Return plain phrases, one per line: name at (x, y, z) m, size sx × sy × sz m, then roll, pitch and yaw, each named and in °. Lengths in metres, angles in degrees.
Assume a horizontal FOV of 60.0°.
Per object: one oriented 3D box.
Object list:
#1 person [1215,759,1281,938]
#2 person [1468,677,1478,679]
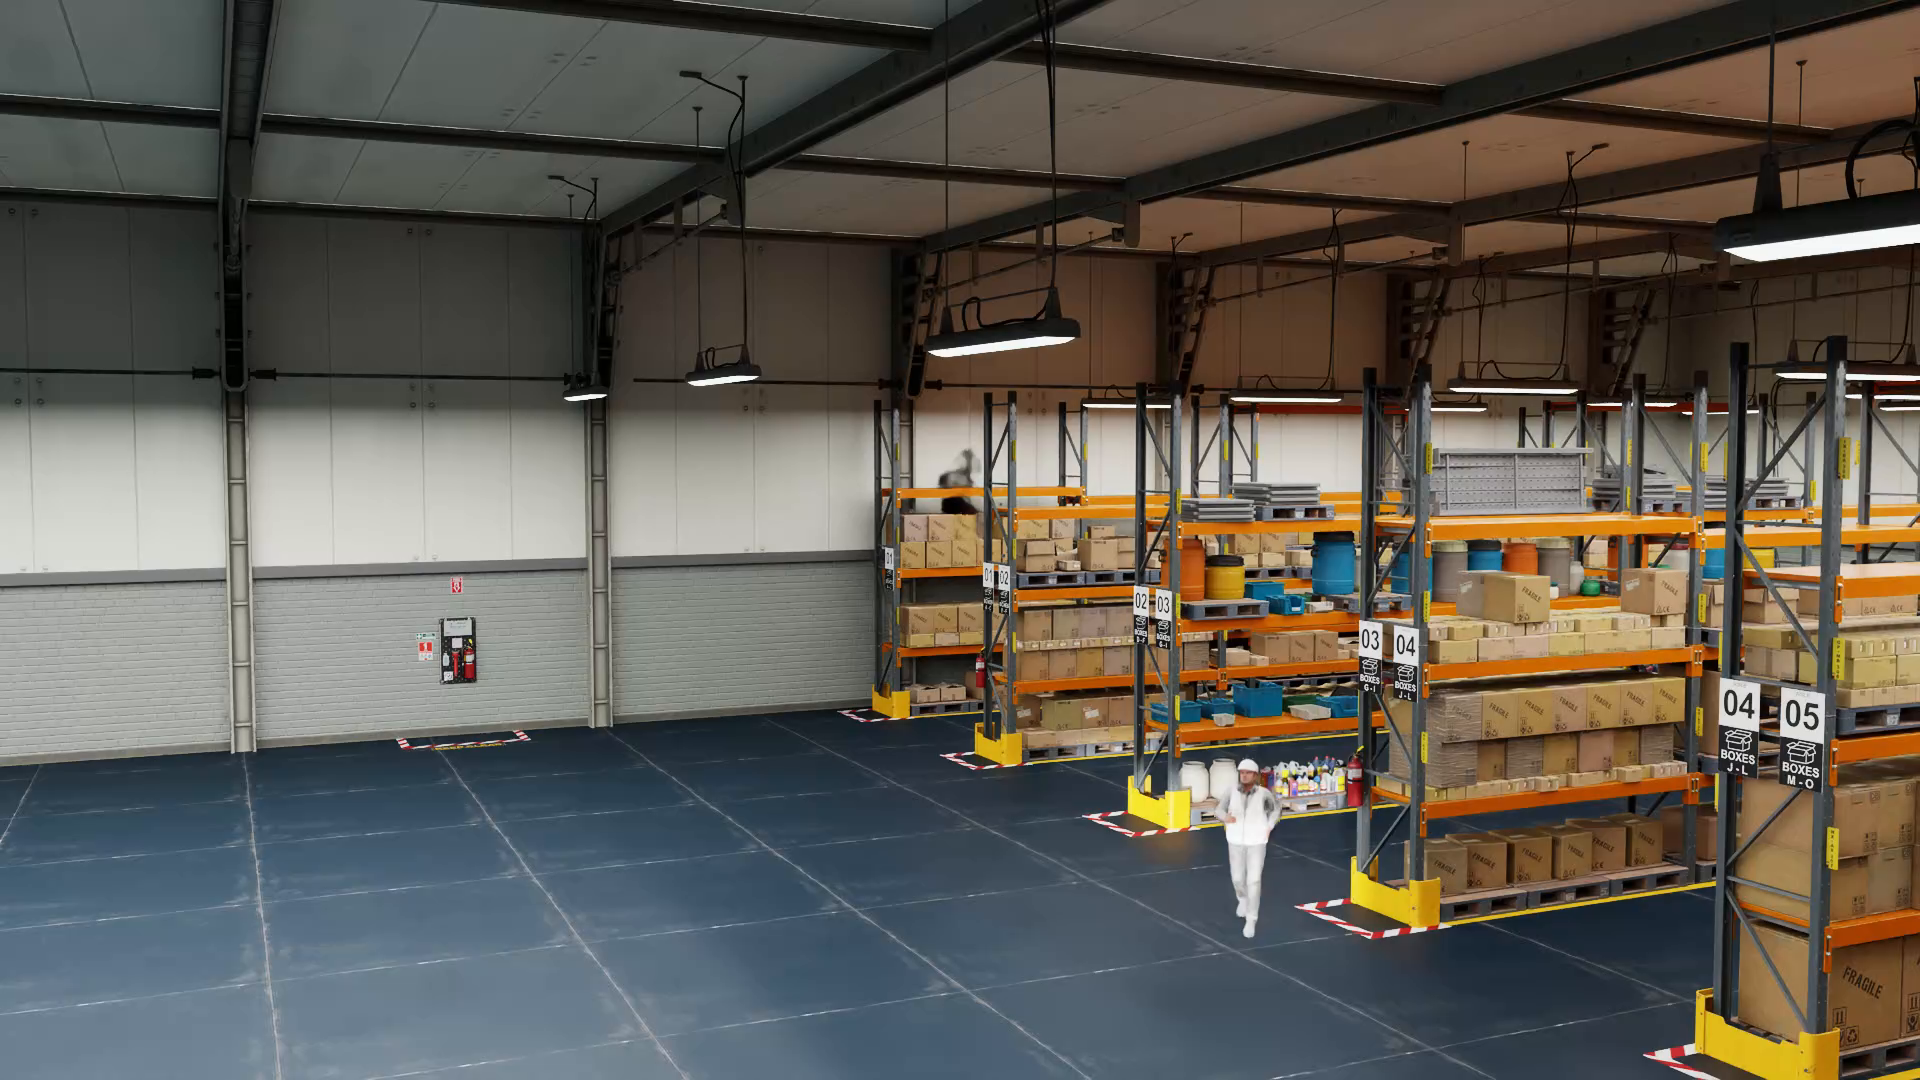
person at (3.046, 3.235, 17.746) m, size 0.664 × 1.801 × 0.845 m, roll 1°, pitch 4°, yaw 23°
person at (8.718, 2.672, 27.806) m, size 0.901 × 1.744 × 0.714 m, roll -2°, pitch 4°, yaw -33°
